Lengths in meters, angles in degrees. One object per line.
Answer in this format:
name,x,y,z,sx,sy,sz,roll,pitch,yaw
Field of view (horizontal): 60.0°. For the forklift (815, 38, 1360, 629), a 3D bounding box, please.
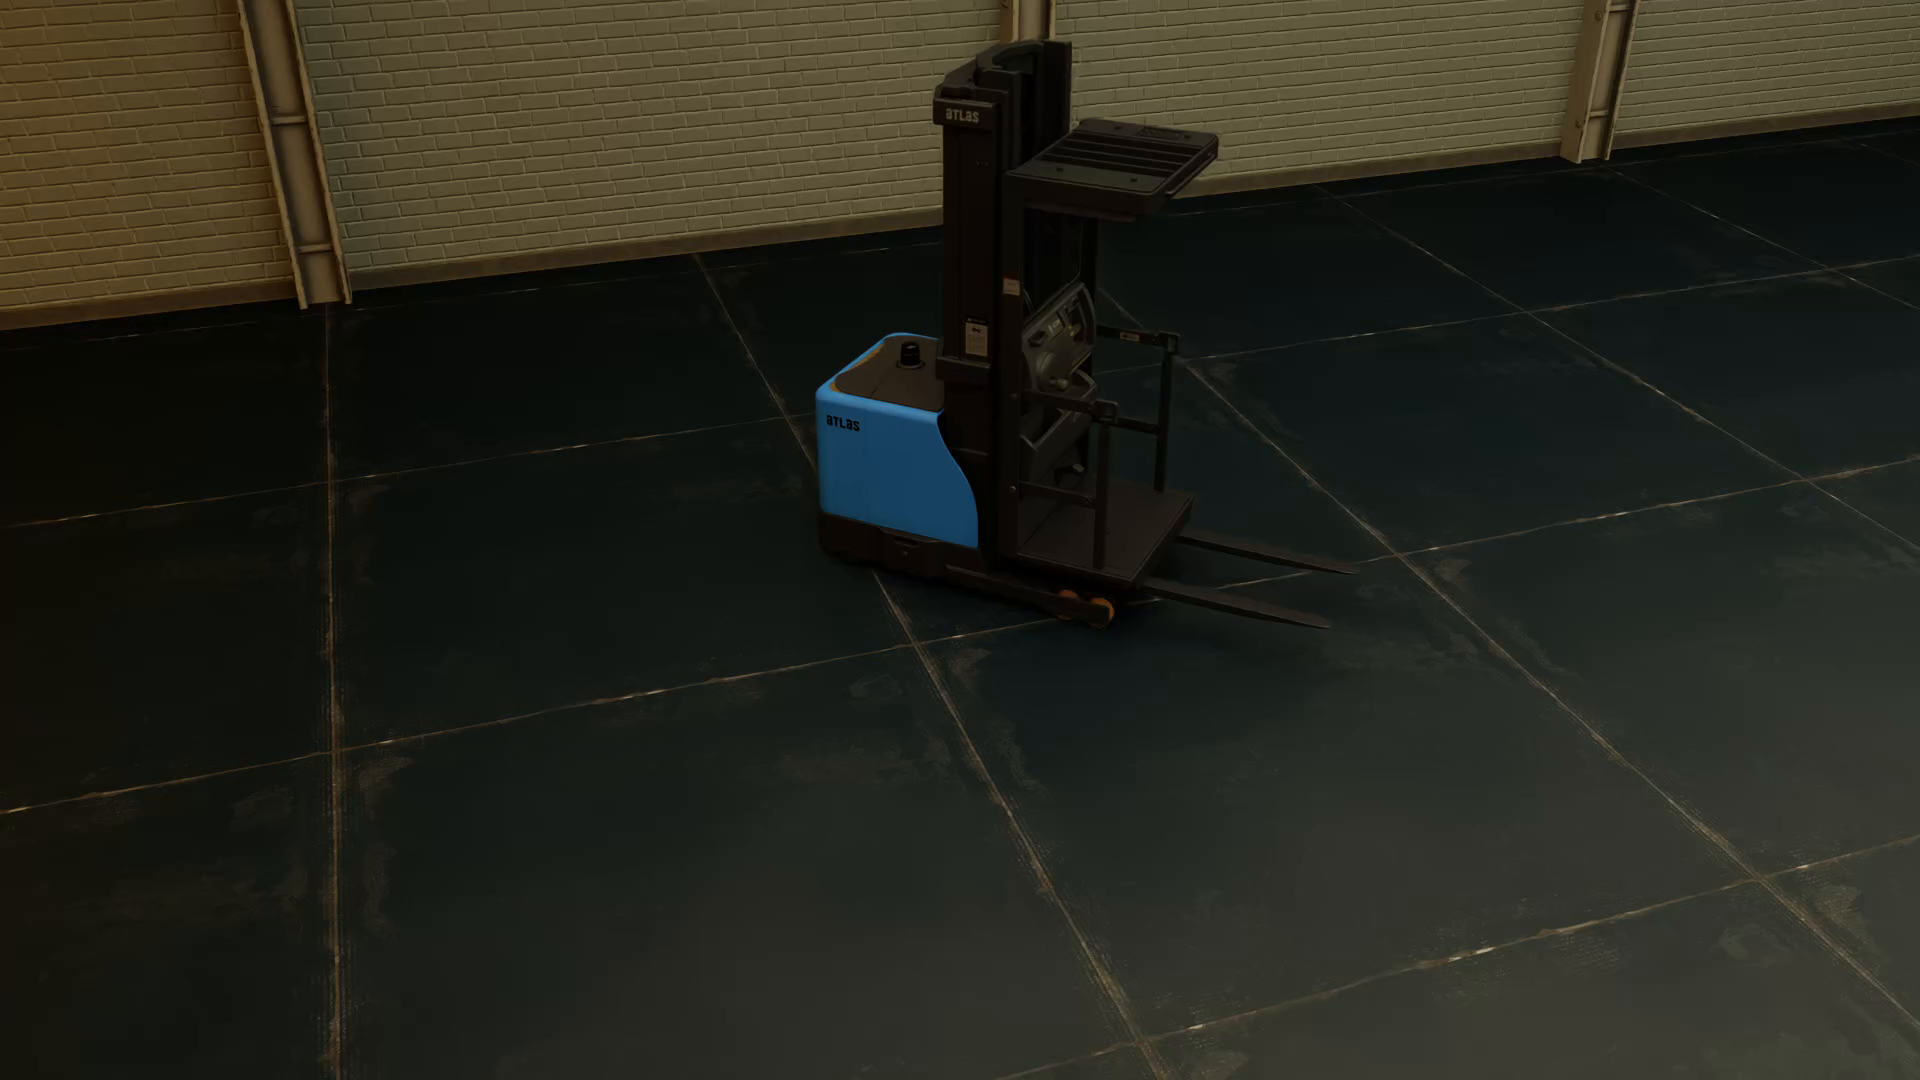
forklift,0.724,-1.086,8.975,3.031,2.935,1.130,13,32,22
